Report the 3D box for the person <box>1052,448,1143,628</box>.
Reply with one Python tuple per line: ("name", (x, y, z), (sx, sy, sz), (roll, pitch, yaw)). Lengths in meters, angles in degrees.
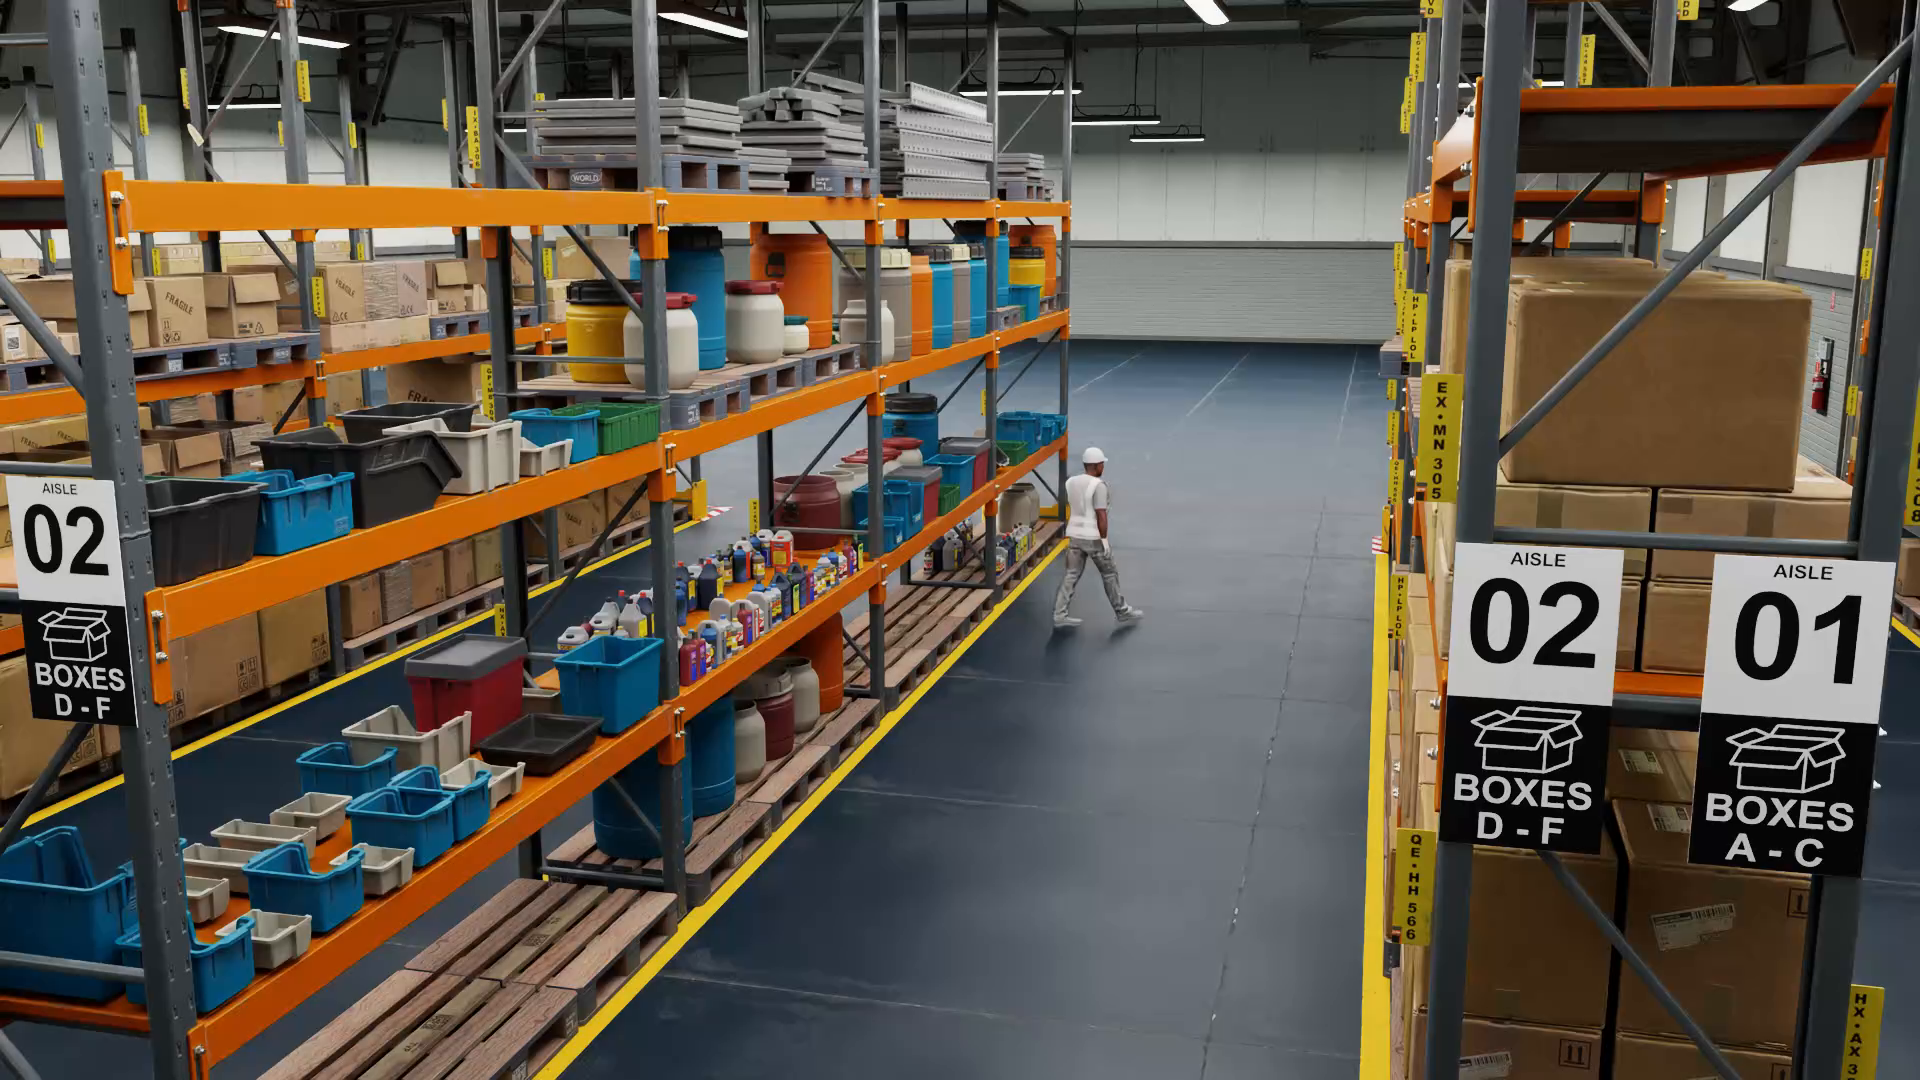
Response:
("person", (1.306, -0.045, 16.239), (0.973, 1.715, 0.582), (-9, 15, -40))
